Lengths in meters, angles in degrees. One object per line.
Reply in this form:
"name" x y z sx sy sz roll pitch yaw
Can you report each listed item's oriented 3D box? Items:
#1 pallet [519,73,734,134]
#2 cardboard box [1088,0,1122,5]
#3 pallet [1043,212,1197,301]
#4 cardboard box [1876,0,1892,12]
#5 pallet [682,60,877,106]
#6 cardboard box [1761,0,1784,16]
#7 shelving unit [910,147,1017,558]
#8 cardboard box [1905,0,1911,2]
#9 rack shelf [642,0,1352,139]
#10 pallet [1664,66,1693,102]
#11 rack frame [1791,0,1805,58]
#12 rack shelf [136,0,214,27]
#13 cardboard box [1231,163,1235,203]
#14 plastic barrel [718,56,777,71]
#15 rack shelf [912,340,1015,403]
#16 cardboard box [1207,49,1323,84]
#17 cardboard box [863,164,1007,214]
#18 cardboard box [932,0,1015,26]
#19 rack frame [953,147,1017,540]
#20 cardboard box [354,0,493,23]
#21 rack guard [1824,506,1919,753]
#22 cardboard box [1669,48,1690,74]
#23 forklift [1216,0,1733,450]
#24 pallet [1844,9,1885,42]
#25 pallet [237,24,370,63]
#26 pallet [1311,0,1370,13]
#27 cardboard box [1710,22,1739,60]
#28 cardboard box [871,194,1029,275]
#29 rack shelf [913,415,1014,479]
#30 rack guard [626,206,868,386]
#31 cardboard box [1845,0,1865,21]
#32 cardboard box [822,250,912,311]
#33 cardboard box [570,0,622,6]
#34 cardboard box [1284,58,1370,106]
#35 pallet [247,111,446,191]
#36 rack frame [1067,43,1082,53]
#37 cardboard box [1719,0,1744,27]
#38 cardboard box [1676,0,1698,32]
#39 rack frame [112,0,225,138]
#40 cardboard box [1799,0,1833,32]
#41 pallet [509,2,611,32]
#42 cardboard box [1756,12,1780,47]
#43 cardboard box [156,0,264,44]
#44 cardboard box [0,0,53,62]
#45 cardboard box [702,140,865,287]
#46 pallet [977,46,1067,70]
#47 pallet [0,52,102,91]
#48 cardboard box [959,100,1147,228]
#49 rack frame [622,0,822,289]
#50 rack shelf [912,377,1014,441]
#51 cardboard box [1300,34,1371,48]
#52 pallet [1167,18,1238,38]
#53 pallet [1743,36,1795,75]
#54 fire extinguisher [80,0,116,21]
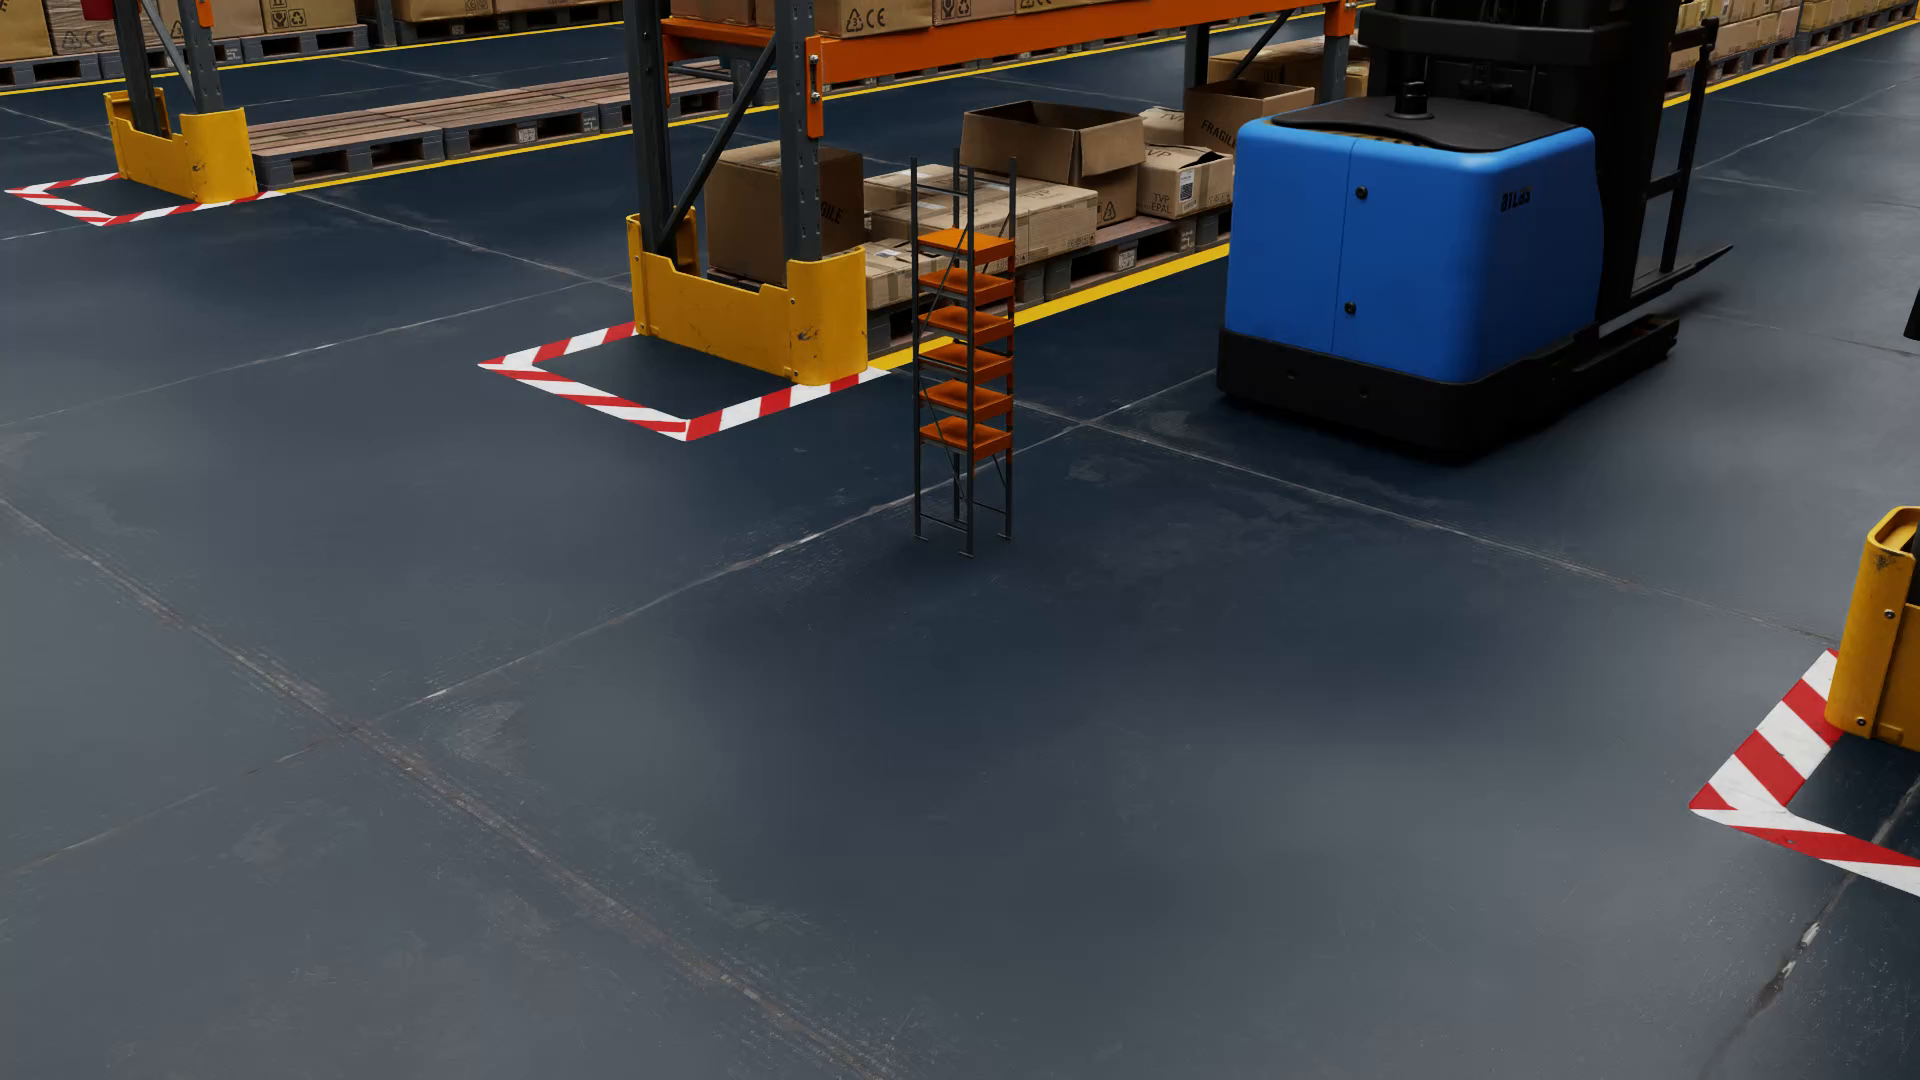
"pallet" -2.430 -3.223 12.180 1.003 0.211 1.213 20 31 38
"cardboard box" 0.553 -2.729 7.548 0.500 0.500 0.500 21 31 38
"pallet" 0.445 -1.521 8.385 1.003 0.211 1.213 20 31 38
"cardboard box" 8.932 -5.417 16.512 0.500 0.250 0.500 20 31 38
"pallet" -1.422 -3.681 13.202 1.003 0.211 1.213 20 31 38
"cardboard box" 6.658 -4.645 14.105 0.500 0.311 0.500 21 32 39
"shelving unit" 0.010 -0.552 5.014 0.258 1.200 0.189 20 31 38
"cardboard box" 9.589 -5.725 17.200 0.500 0.250 0.500 20 31 38
"rack shelf" 0.383 -2.439 7.902 1.077 0.370 4.000 20 31 38
"pallet" 4.966 -3.563 12.938 1.003 0.211 1.213 20 31 38
"rack frame" 7.057 -5.814 14.550 1.000 3.000 0.127 20 31 38
"rack shelf" -3.303 -3.792 10.921 1.077 0.370 4.000 20 31 38
"cardboard box" 1.343 -1.894 8.756 0.380 0.149 0.250 20 31 38
"plastic barrel" -1.593 -4.125 12.836 0.600 0.901 0.708 20 31 38
"rack shelf" 0.010 -0.511 5.033 0.258 0.103 0.180 20 31 38
"cardboard box" 1.834 -2.665 10.045 0.500 0.500 0.500 20 31 37
"cardboard box" -0.116 -1.618 8.015 0.500 0.250 0.500 20 31 38
"cardboard box" -0.119 -2.425 6.870 0.500 0.500 0.500 20 31 37
"rack frame" 0.071 -0.580 5.077 0.240 1.200 0.006 20 31 38
"cardboard box" -5.245 -5.505 15.945 1.225 0.875 0.875 20 31 38
"rack guard" 2.724 0.342 3.877 1.175 0.500 0.348 20 31 38
"cardboard box" 5.290 -3.765 12.828 0.500 0.250 0.500 19 30 36
"forklift" 2.356 -2.166 6.499 1.130 2.935 3.031 21 31 38
"pallet" 8.433 -5.146 16.468 1.003 0.211 1.213 20 31 38
"pallet" -6.223 -4.600 15.251 1.003 0.211 1.213 20 31 38
"pallet" 3.850 -6.088 18.570 1.003 0.211 1.213 20 31 38
"cardboard box" 5.975 -4.081 13.533 0.500 0.250 0.500 21 32 39
"cardboard box" -0.044 -1.344 7.405 0.500 0.250 0.500 20 31 38
"rack shelf" 0.010 -0.292 5.131 0.258 0.103 0.180 20 31 38
"rack guard" -0.901 -1.040 6.959 1.175 0.500 0.348 20 31 38
"cardboard box" 8.267 -5.111 15.830 0.500 0.250 0.500 20 31 38
"cardboard box" -0.416 -1.091 6.964 0.380 0.149 0.250 20 31 38
"cardboard box" -4.064 -6.049 17.159 1.225 0.875 0.875 20 31 38
"cardboard box" 2.222 -2.517 9.715 0.500 0.500 0.500 18 30 35
"pallet" -4.059 -2.479 10.522 1.003 0.211 1.213 20 31 38
"rack frame" 0.701 -5.949 14.851 1.000 3.000 0.127 20 31 38
"cardboard box" 5.985 -4.341 13.428 0.500 0.311 0.500 20 31 37
"cardboard box" 5.300 -4.030 12.733 0.500 0.311 0.500 19 31 36
"rack frame" -4.638 -3.511 9.415 1.000 3.000 0.127 20 31 38
"cardboard box" 7.592 -4.809 15.157 0.500 0.250 0.500 20 31 38
"pallet" -4.384 -5.439 17.123 1.003 0.211 1.213 20 31 38
"cardboard box" 6.657 -4.391 14.226 0.500 0.250 0.500 20 31 37
"cardboard box" -6.758 -4.851 14.487 0.875 0.875 0.875 20 31 38
"cardboard box" -7.959 -4.303 13.263 0.875 0.875 0.875 20 31 38
"cardboard box" -0.772 -1.451 7.337 0.500 0.500 0.500 20 31 38
"pallet" 0.206 -4.425 14.860 1.003 0.211 1.213 20 31 38
"pallet" -7.851 -3.856 13.593 1.003 0.211 1.213 20 31 38
"cardboard box" 0.468 -1.864 8.255 0.797 0.503 0.637 20 31 38
"rack frame" -0.952 -2.158 6.396 1.000 3.000 0.127 20 31 38
"rack shelf" 0.010 -0.402 5.082 0.258 0.103 0.180 20 31 38
"cardboard box" 2.505 -2.966 10.716 0.500 0.500 0.500 21 31 38
"pallet" 2.061 -5.272 16.749 1.003 0.211 1.213 20 31 38
"pallet" 6.594 -4.306 14.596 1.003 0.211 1.213 20 31 38
"fire extinguisher" -5.077 -3.384 9.681 0.296 0.674 0.183 20 31 38
